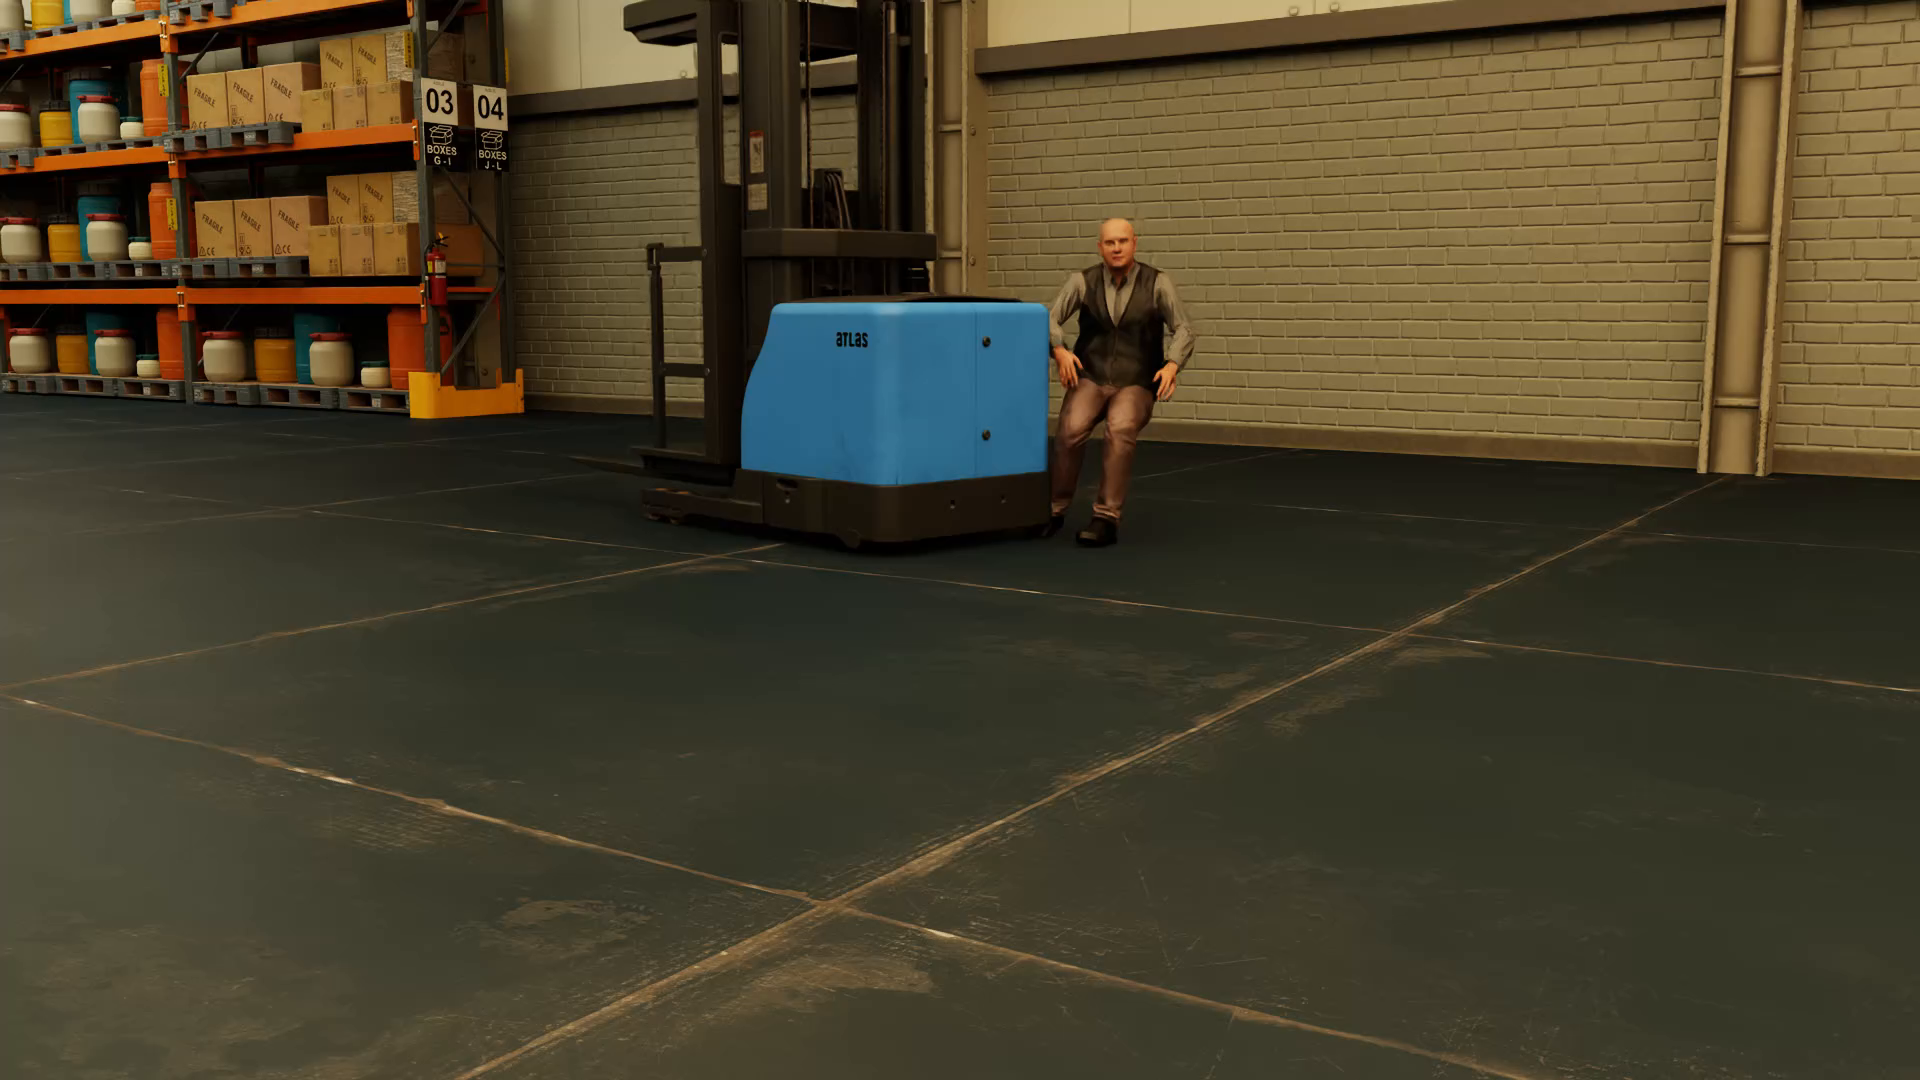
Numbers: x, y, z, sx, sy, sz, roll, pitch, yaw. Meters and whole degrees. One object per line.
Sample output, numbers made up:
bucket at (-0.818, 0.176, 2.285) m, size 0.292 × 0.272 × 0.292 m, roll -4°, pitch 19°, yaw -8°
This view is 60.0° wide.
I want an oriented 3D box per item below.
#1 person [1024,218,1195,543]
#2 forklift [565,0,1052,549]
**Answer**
person at (0.692, -0.722, 7.669) m, size 0.785 × 1.520 × 0.899 m, roll 1°, pitch 8°, yaw 6°
forklift at (-0.943, -1.570, 8.233) m, size 1.130 × 2.935 × 3.031 m, roll -7°, pitch 11°, yaw -42°
